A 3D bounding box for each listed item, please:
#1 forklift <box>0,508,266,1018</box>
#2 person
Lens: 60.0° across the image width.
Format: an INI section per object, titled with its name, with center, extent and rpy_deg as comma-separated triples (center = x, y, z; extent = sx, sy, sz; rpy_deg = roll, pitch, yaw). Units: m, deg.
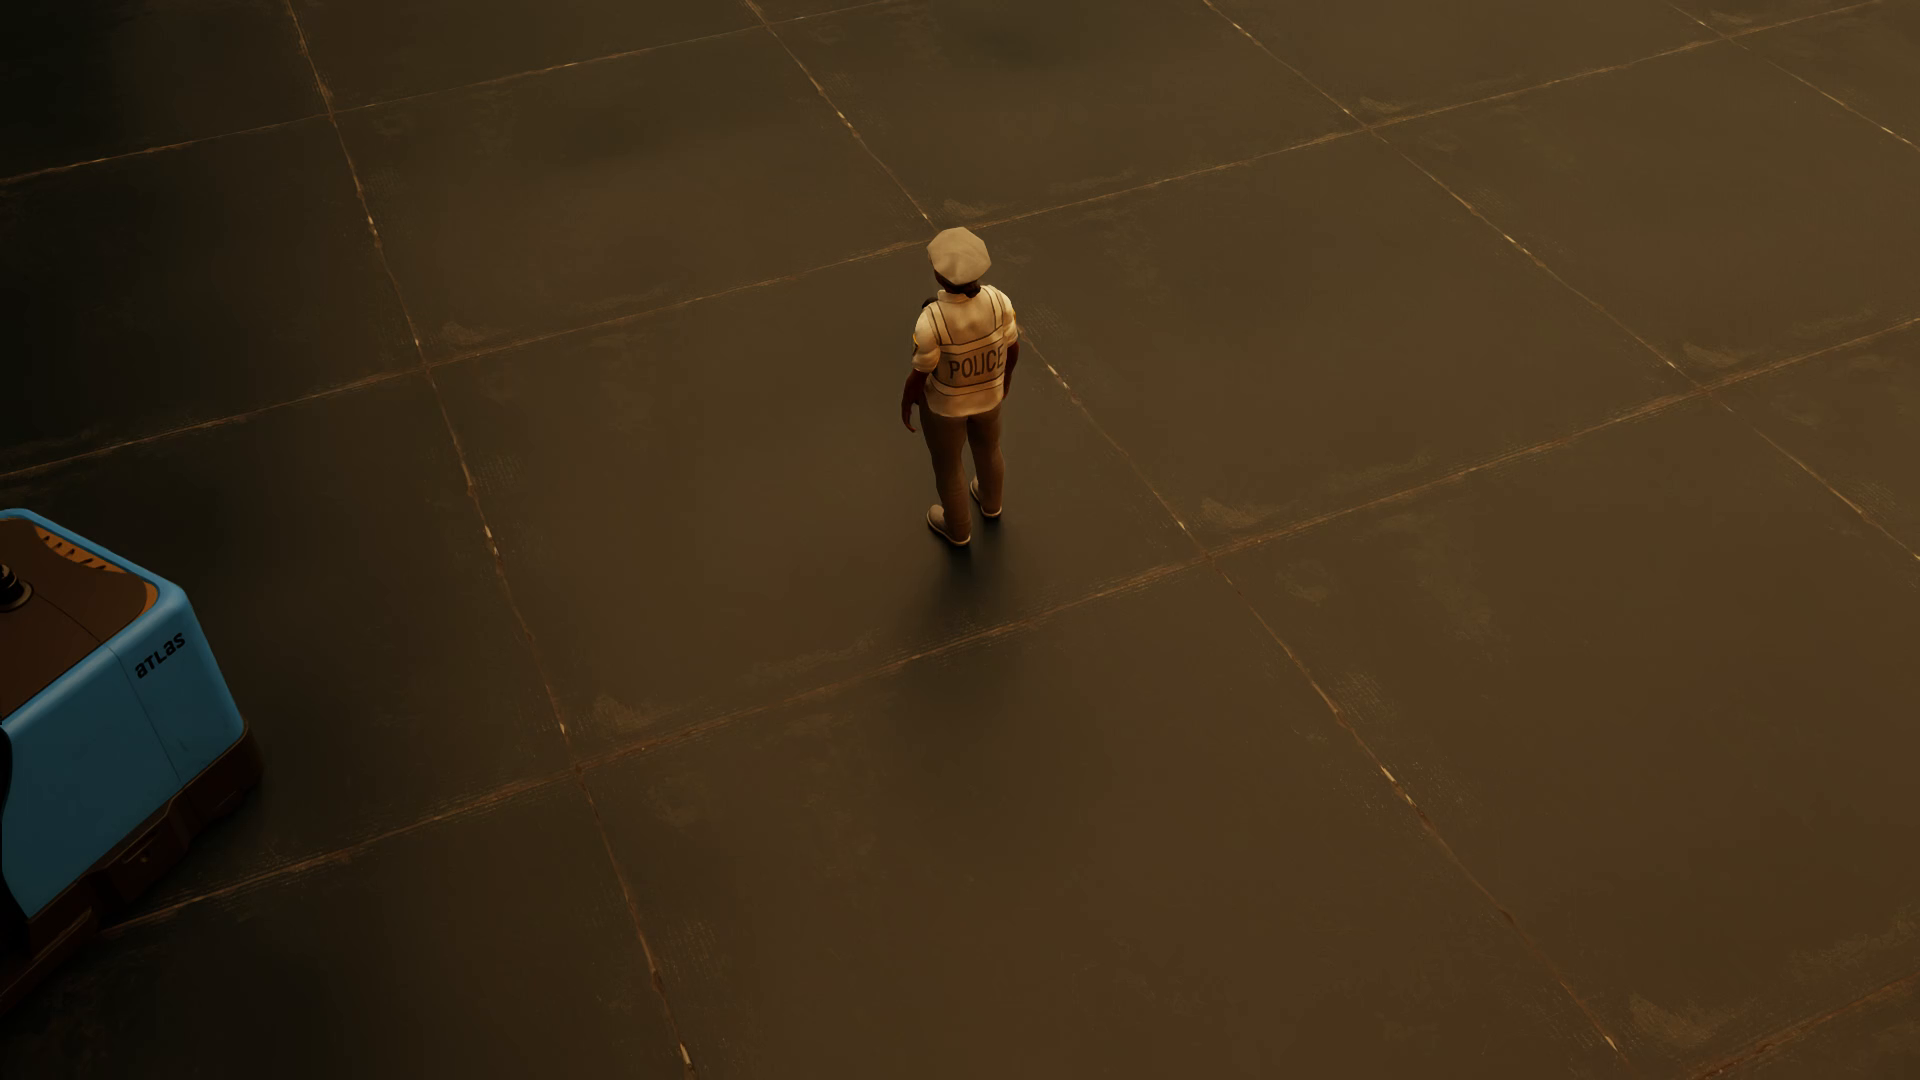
[forklift]
center = -3.988, 0.601, 5.037
extent = 1.130, 2.935, 3.031
rpy_deg = 22, 47, 22
[person]
center = -0.013, -0.677, 7.301
extent = 0.569, 1.695, 0.530
rpy_deg = -18, 46, -18
